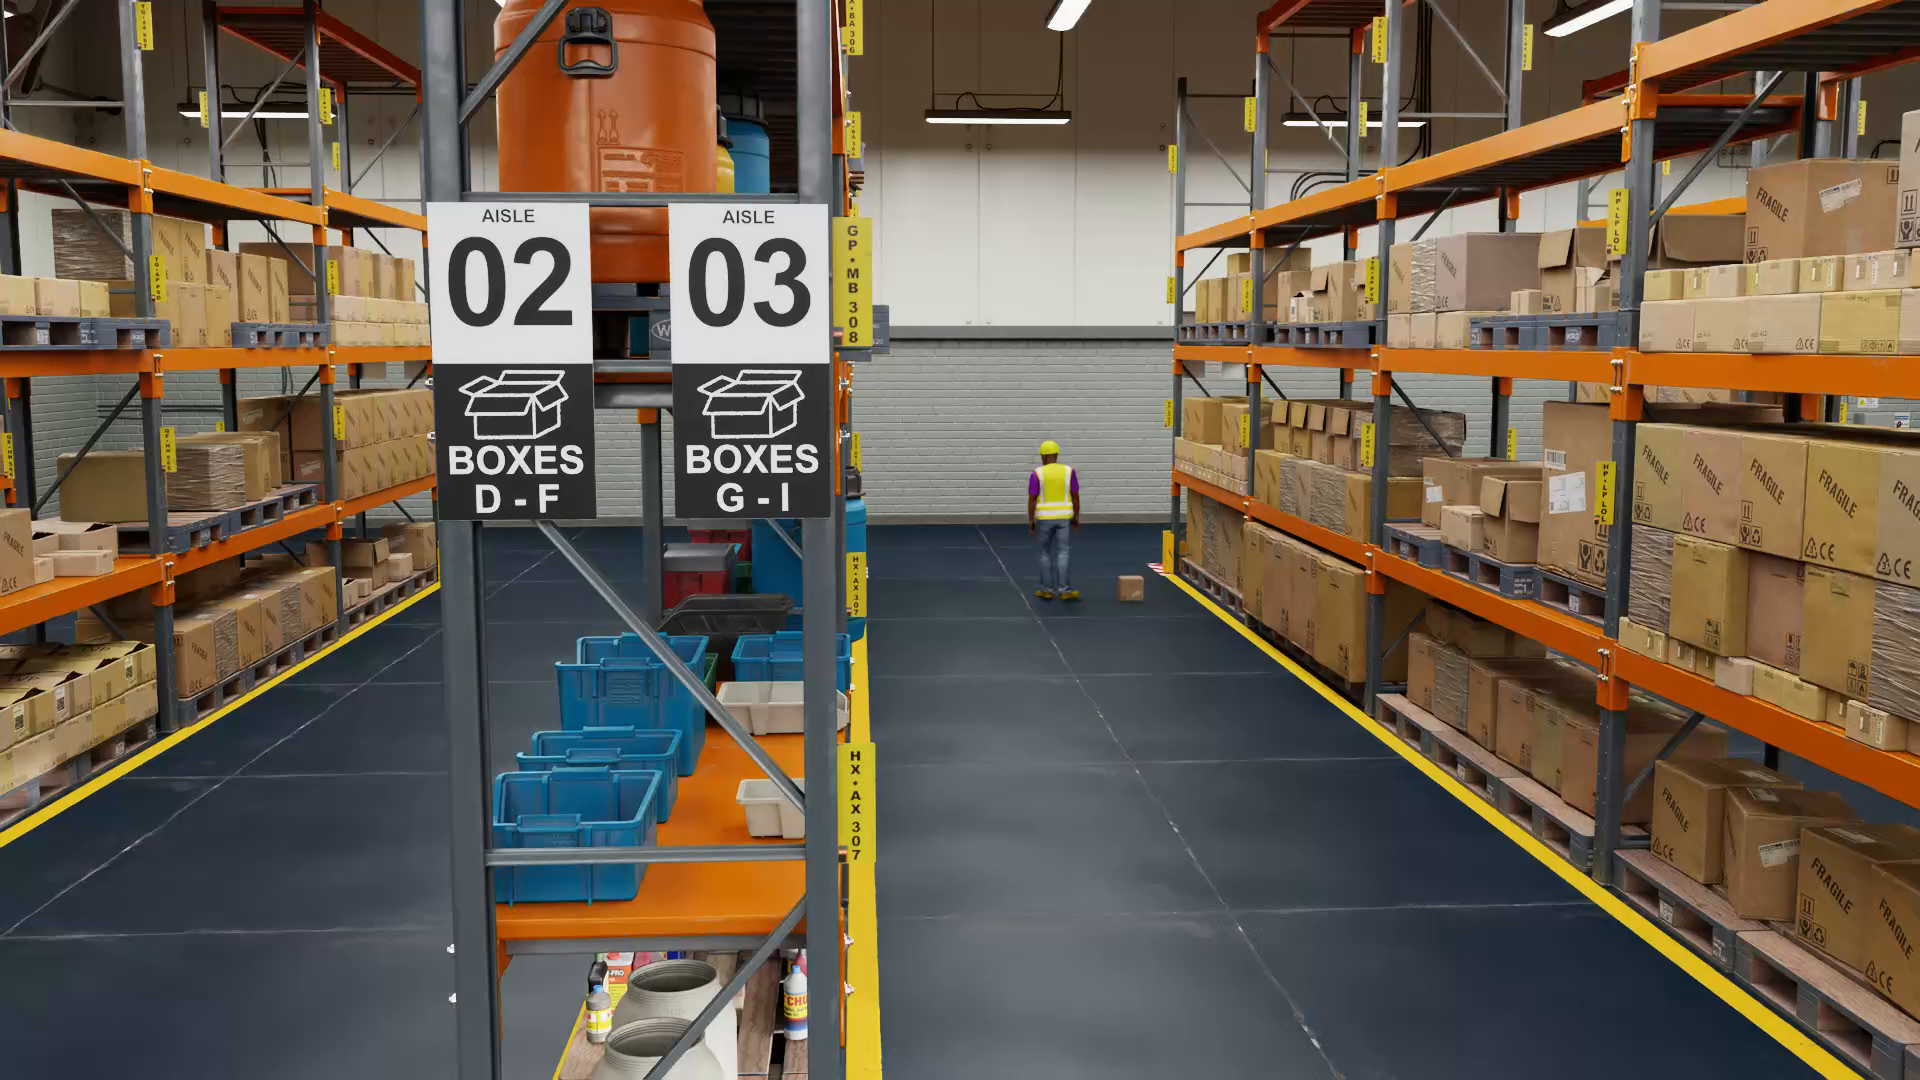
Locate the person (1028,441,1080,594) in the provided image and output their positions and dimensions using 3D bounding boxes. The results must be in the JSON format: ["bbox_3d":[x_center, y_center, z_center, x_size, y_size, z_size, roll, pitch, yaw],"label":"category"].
[{"bbox_3d":[1.043,-0.245,18.470,0.590,1.693,0.508,-1,7,-4],"label":"person"}]
